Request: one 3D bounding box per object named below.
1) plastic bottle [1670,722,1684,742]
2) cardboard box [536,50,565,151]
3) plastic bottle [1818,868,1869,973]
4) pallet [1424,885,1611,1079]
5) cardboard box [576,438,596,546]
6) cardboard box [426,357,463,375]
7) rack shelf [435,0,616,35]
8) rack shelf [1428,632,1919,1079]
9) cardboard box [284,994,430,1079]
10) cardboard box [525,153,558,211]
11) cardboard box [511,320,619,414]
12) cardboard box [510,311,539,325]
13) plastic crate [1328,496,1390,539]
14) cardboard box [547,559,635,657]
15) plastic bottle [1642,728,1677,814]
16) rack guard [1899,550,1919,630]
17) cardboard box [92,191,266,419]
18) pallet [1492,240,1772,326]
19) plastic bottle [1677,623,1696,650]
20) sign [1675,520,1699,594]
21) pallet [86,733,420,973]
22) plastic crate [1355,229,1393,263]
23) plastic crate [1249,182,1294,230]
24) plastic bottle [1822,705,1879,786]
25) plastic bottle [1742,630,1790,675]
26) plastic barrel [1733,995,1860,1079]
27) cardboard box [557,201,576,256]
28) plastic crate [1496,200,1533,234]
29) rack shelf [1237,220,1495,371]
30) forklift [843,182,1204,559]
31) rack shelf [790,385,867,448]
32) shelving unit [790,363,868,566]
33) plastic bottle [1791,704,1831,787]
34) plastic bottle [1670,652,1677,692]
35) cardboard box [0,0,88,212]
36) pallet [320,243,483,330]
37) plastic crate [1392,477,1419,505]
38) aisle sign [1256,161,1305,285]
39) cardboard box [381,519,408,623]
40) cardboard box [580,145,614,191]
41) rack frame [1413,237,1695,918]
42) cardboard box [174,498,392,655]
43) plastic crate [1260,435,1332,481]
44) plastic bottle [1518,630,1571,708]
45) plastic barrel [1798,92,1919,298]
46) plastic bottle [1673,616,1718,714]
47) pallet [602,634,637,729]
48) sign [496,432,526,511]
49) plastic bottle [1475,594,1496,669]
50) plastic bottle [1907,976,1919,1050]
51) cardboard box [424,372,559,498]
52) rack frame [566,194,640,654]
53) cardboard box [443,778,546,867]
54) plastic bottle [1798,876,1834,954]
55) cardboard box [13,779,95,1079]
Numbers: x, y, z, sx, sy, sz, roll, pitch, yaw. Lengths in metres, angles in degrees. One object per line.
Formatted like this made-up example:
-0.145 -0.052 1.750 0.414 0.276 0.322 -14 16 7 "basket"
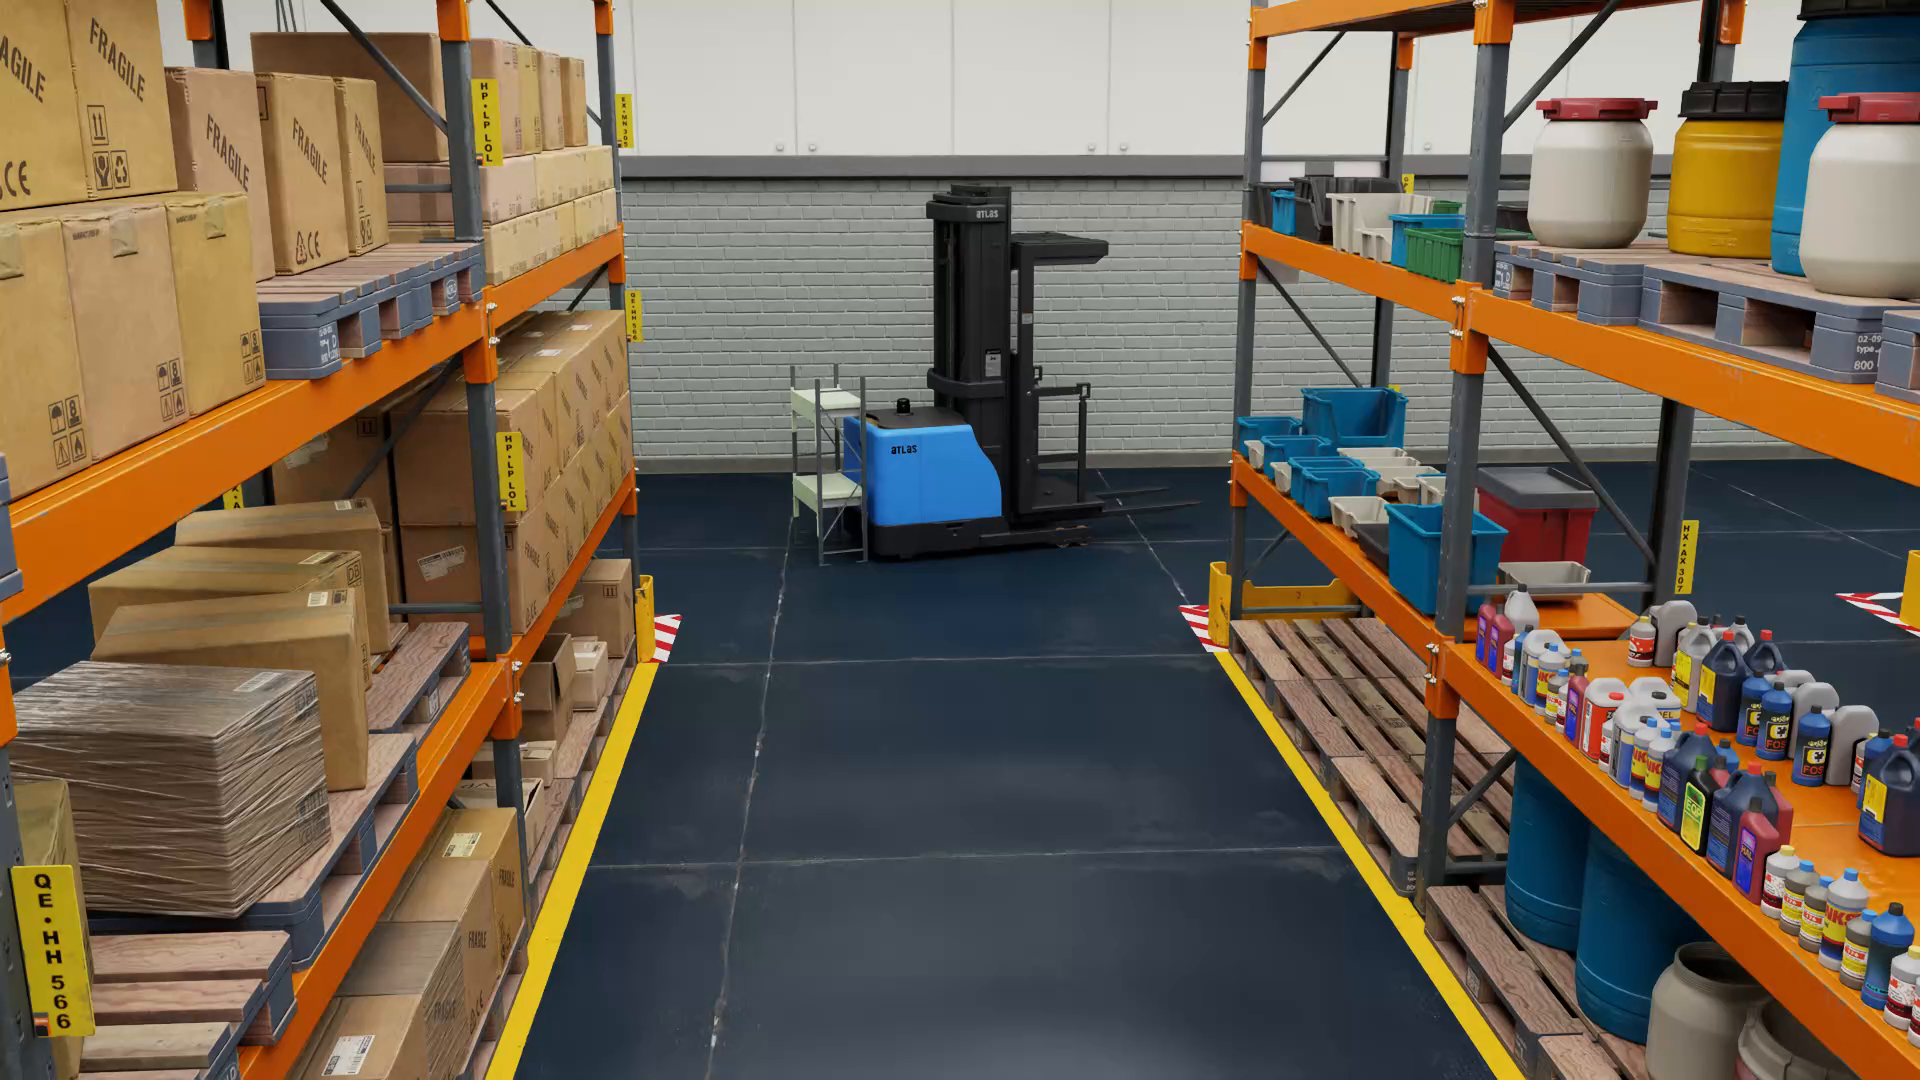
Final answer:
2.409 0.716 5.623 0.097 0.201 0.097 0 14 0 "plastic bottle"
-2.494 -2.311 8.763 0.700 0.500 0.500 -1 14 -3 "cardboard box"
2.335 0.997 4.389 0.097 0.271 0.097 0 14 0 "plastic bottle"
2.572 1.760 6.761 1.003 0.211 1.213 -1 14 -3 "pallet"
-2.235 -0.265 8.835 0.500 0.500 0.500 -1 14 -4 "cardboard box"
-2.734 -0.614 8.187 0.500 0.500 0.500 -1 14 -3 "cardboard box"
-2.502 -2.760 8.144 1.077 0.370 4.000 -1 14 -3 "rack shelf"
2.690 1.063 5.318 1.077 0.370 4.000 -1 14 -3 "rack shelf"
-1.975 1.783 5.211 0.500 0.500 0.500 -1 14 -5 "cardboard box"
-2.213 -1.703 7.903 0.500 0.250 0.500 -1 14 -3 "cardboard box"
-2.292 -1.003 9.696 0.500 0.500 0.500 0 14 -2 "cardboard box"
-2.862 -1.120 10.153 0.500 0.500 0.500 0 14 -2 "cardboard box"
2.158 -0.112 8.853 0.293 0.136 0.466 -1 14 -3 "plastic crate"
-2.347 0.427 10.481 0.500 0.500 0.500 -1 14 -3 "cardboard box"
2.272 0.742 5.381 0.097 0.271 0.097 0 14 0 "plastic bottle"
7.260 0.351 11.660 1.175 0.500 0.348 -1 14 -3 "rack guard"
-2.255 -0.578 4.031 0.910 0.500 0.500 -1 14 -3 "cardboard box"
2.712 -0.950 6.060 1.213 0.211 1.003 -1 14 -3 "pallet"
2.947 0.435 6.715 0.097 0.201 0.097 0 14 0 "plastic bottle"
3.115 0.075 7.159 0.100 0.325 0.005 -1 14 -3 "sign"
-2.256 0.897 4.905 1.003 0.211 1.213 -1 14 -3 "pallet"
2.107 -1.418 8.028 0.293 0.136 0.466 -1 14 -3 "plastic crate"
2.064 -2.067 10.282 0.497 0.269 0.590 -1 14 -3 "plastic crate"
2.989 0.678 5.621 0.152 0.276 0.135 -1 14 -3 "plastic bottle"
2.961 0.511 6.121 0.144 0.351 0.185 -1 14 -3 "plastic bottle"
2.696 1.774 5.107 0.600 0.588 0.708 -1 14 -3 "plastic barrel"
-2.252 -1.585 8.448 0.500 0.250 0.500 -1 14 -3 "cardboard box"
2.762 -1.485 8.022 0.497 0.269 0.590 -1 14 -3 "plastic crate"
2.442 -1.384 8.811 1.077 0.370 4.000 -1 14 -3 "rack shelf"
0.582 -1.474 13.873 3.031 2.935 1.130 -5 15 -20 "forklift"
-1.060 -0.999 13.334 0.431 0.370 0.720 -5 15 -20 "rack shelf"
-1.060 -0.621 13.431 0.431 1.500 0.755 -5 15 -20 "shelving unit"
2.866 0.687 5.596 0.097 0.271 0.097 0 14 0 "plastic bottle"
2.812 0.504 6.447 0.097 0.201 0.097 0 14 0 "plastic bottle"
-2.183 -0.933 3.406 0.500 0.500 0.500 -1 14 -3 "cardboard box"
-2.408 -0.906 5.884 1.213 0.211 1.003 -1 14 -3 "pallet"
2.631 -0.264 9.443 0.298 0.136 0.250 -1 14 -3 "plastic crate"
2.017 -2.050 10.756 0.394 0.787 0.004 -1 14 -3 "aisle sign"
-2.665 0.124 7.324 0.500 0.500 0.500 -1 14 -3 "cardboard box"
-2.340 -2.200 9.836 0.500 0.250 0.500 -1 14 -3 "cardboard box"
2.566 0.217 7.162 1.000 3.000 0.127 -1 14 -3 "rack frame"
-2.572 0.162 6.332 0.700 0.500 0.500 -6 16 -22 "cardboard box"
2.045 -0.495 10.147 0.416 0.233 0.300 -1 14 -3 "plastic crate"
2.237 0.489 6.354 0.152 0.276 0.135 -1 14 -3 "plastic bottle"
2.553 -0.948 4.557 0.433 0.535 0.433 0 14 0 "plastic barrel"
2.805 0.467 6.291 0.144 0.351 0.185 -1 14 -3 "plastic bottle"
-2.571 0.866 10.238 1.003 0.211 1.213 -1 14 -3 "pallet"
-1.825 -0.277 6.761 0.100 0.325 0.005 -1 14 -3 "sign"
2.163 0.372 6.797 0.061 0.283 0.133 -1 14 -3 "plastic bottle"
2.360 1.128 4.021 0.097 0.201 0.097 0 14 0 "plastic bottle"
-2.159 -0.490 7.702 0.500 0.500 0.500 -1 14 -5 "cardboard box"
-2.626 -0.702 10.735 1.000 3.000 0.127 -1 14 -3 "rack frame"
-2.188 1.274 7.567 0.500 0.311 0.500 -1 14 -3 "cardboard box"
2.329 1.007 4.492 0.097 0.201 0.097 0 14 0 "plastic bottle"
-2.282 0.881 3.539 0.700 0.500 0.500 -6 16 -22 "cardboard box"
